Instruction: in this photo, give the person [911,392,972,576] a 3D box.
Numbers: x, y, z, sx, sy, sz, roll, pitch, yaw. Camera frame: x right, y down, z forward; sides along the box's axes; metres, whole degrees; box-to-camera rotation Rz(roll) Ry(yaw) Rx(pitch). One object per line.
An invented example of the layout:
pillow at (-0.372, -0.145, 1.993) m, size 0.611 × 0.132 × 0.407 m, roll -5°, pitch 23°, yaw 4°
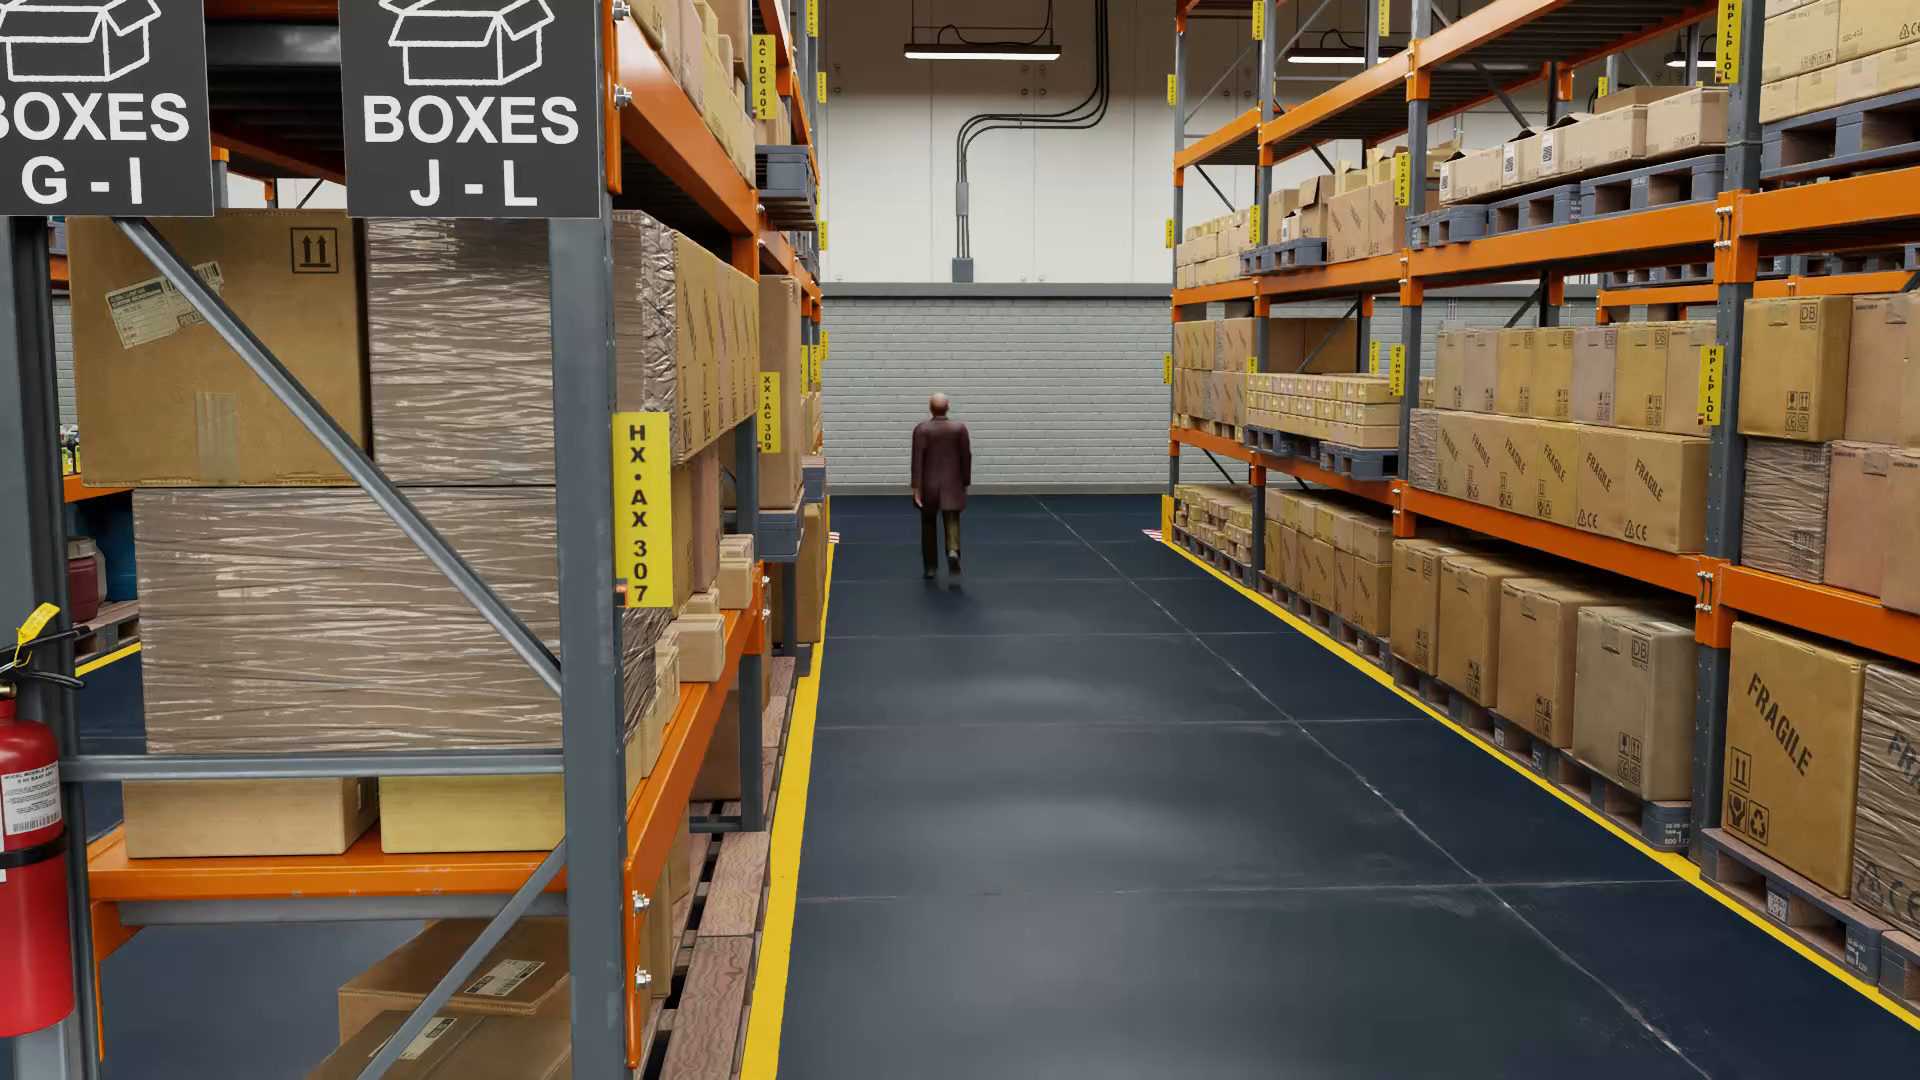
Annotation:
person at (-0.176, -0.508, 15.583) m, size 0.574 × 1.748 × 0.969 m, roll 0°, pitch 7°, yaw -4°
